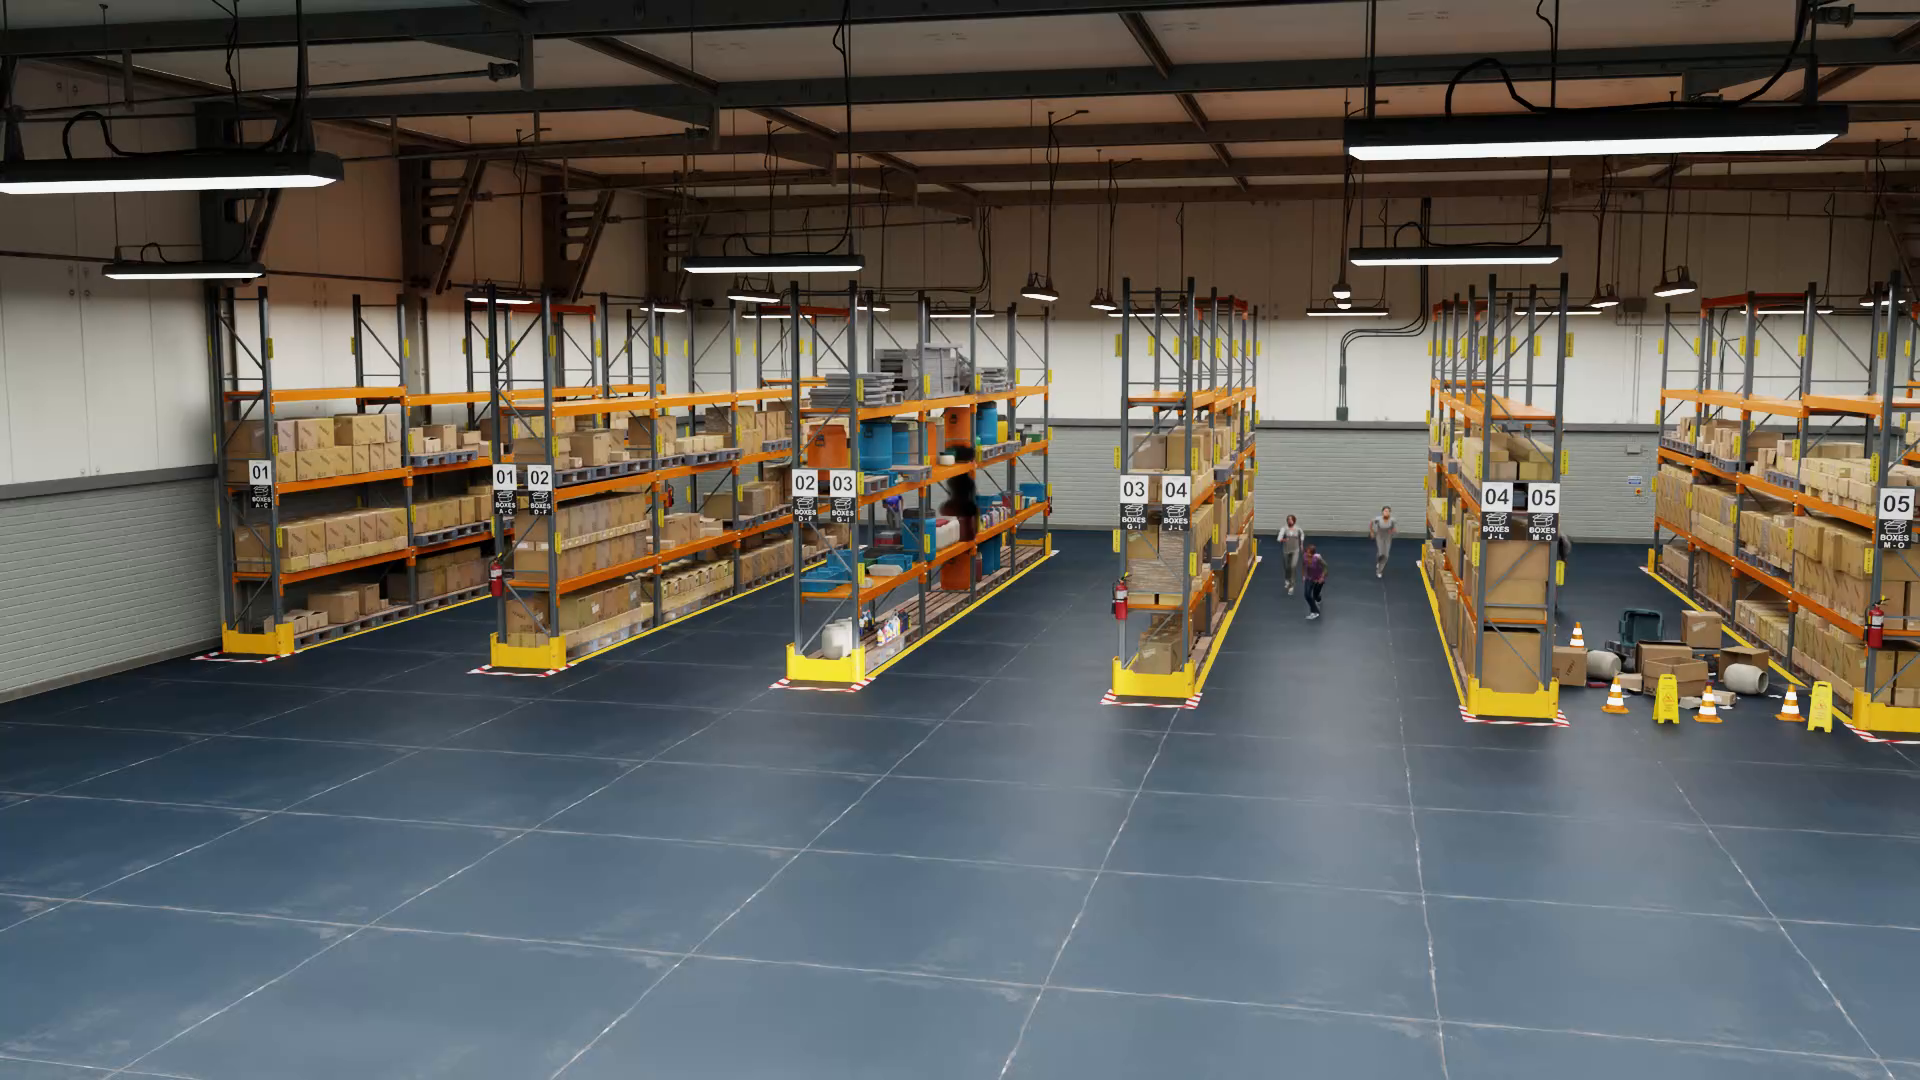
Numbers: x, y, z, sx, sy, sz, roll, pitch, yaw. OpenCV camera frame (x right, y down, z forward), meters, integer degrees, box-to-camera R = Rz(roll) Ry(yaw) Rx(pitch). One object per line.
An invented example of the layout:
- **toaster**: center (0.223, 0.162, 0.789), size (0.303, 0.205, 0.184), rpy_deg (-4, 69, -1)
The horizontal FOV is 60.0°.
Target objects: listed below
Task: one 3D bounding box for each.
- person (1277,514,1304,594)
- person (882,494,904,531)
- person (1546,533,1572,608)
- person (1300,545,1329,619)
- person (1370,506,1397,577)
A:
- **person**: center (6.789, 0.263, 34.163), size (0.539, 1.609, 0.861), rpy_deg (1, 7, 12)
- **person**: center (-1.681, -0.599, 41.819), size (0.548, 1.703, 0.670), rpy_deg (-1, 7, -4)
- **person**: center (11.401, 0.500, 32.006), size (0.607, 1.736, 0.834), rpy_deg (0, 7, 1)
- **person**: center (6.640, 0.757, 31.057), size (0.539, 1.410, 0.943), rpy_deg (3, 7, 28)
- **person**: center (9.274, 0.040, 36.398), size (0.544, 1.593, 0.687), rpy_deg (0, 7, 0)
